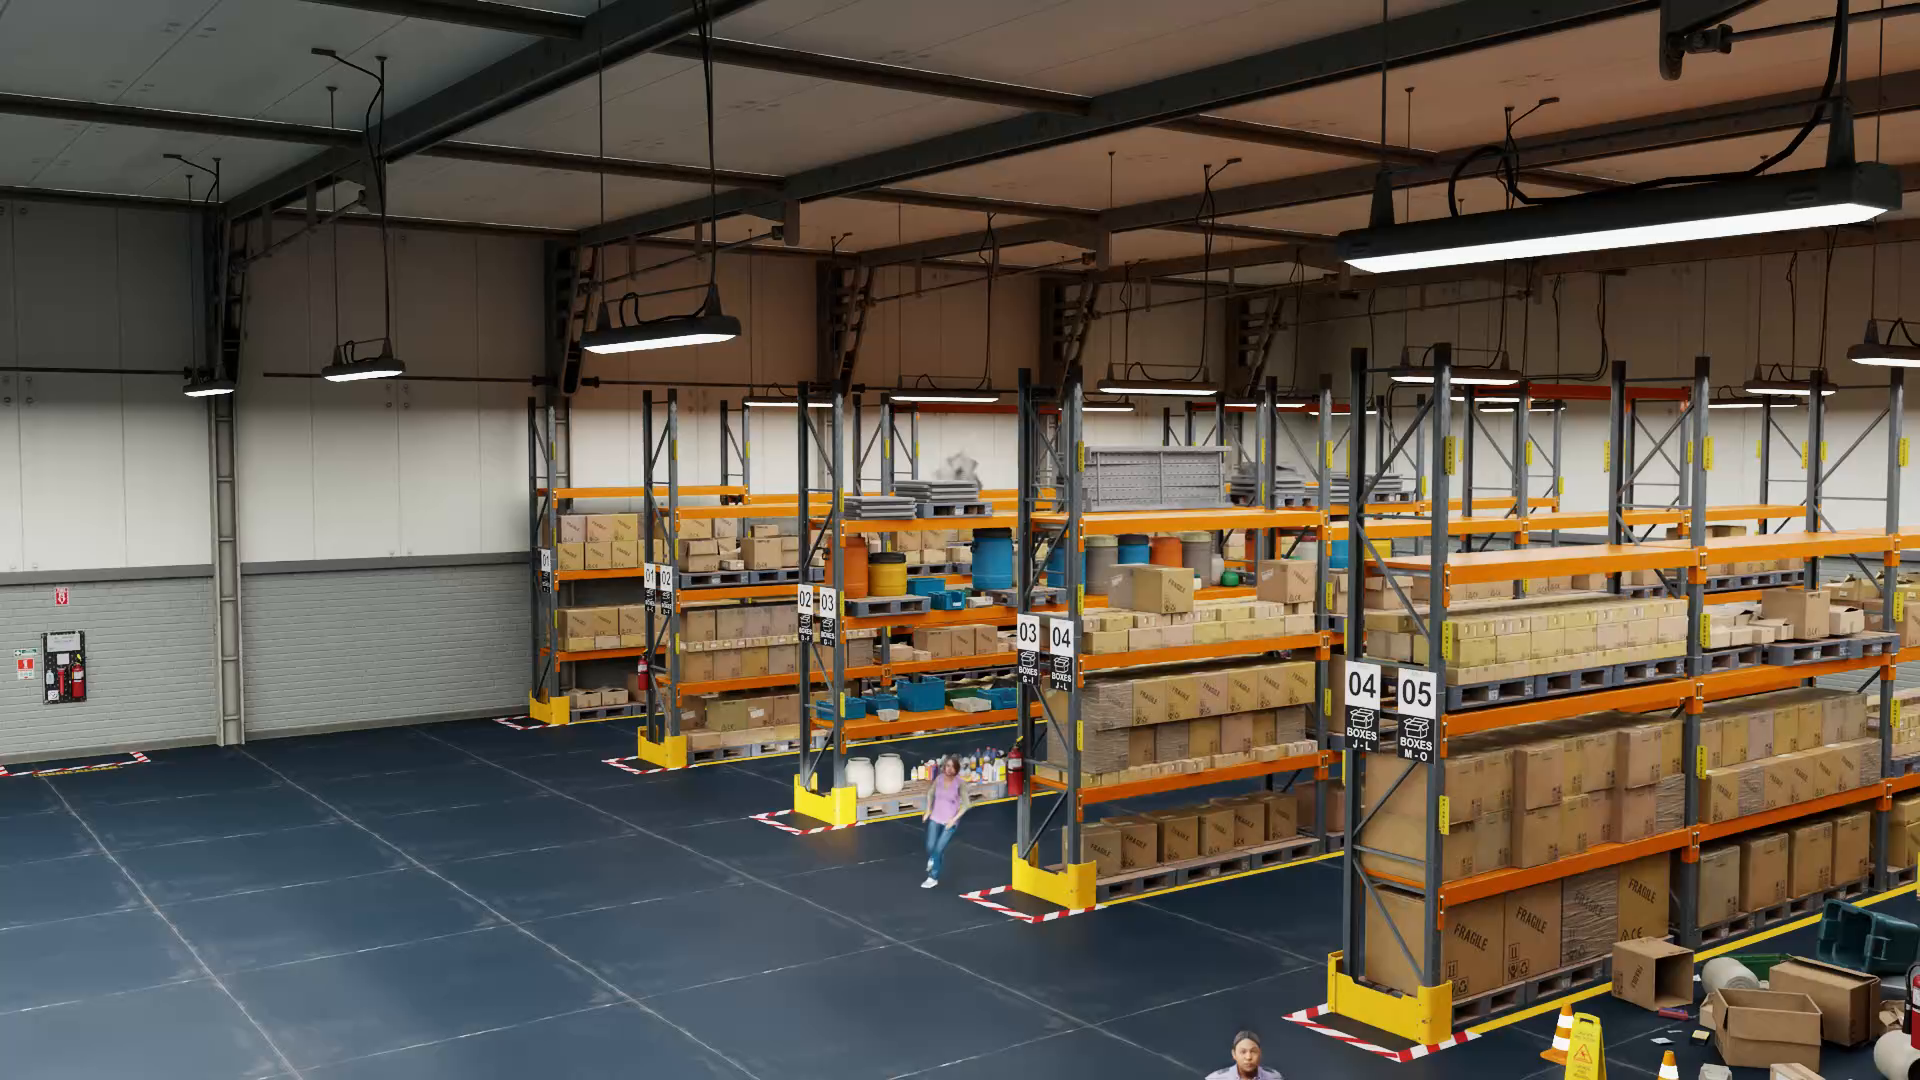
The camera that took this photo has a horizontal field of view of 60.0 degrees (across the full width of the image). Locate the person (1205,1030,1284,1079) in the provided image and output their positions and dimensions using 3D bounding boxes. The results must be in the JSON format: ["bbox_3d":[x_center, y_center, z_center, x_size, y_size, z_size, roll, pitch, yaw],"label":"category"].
[{"bbox_3d":[1.722,3.755,10.065,0.622,1.617,0.757,0,3,1],"label":"person"}]

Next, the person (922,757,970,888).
[{"bbox_3d":[-0.170,3.265,19.223,0.569,1.523,0.487,1,4,18],"label":"person"}]
